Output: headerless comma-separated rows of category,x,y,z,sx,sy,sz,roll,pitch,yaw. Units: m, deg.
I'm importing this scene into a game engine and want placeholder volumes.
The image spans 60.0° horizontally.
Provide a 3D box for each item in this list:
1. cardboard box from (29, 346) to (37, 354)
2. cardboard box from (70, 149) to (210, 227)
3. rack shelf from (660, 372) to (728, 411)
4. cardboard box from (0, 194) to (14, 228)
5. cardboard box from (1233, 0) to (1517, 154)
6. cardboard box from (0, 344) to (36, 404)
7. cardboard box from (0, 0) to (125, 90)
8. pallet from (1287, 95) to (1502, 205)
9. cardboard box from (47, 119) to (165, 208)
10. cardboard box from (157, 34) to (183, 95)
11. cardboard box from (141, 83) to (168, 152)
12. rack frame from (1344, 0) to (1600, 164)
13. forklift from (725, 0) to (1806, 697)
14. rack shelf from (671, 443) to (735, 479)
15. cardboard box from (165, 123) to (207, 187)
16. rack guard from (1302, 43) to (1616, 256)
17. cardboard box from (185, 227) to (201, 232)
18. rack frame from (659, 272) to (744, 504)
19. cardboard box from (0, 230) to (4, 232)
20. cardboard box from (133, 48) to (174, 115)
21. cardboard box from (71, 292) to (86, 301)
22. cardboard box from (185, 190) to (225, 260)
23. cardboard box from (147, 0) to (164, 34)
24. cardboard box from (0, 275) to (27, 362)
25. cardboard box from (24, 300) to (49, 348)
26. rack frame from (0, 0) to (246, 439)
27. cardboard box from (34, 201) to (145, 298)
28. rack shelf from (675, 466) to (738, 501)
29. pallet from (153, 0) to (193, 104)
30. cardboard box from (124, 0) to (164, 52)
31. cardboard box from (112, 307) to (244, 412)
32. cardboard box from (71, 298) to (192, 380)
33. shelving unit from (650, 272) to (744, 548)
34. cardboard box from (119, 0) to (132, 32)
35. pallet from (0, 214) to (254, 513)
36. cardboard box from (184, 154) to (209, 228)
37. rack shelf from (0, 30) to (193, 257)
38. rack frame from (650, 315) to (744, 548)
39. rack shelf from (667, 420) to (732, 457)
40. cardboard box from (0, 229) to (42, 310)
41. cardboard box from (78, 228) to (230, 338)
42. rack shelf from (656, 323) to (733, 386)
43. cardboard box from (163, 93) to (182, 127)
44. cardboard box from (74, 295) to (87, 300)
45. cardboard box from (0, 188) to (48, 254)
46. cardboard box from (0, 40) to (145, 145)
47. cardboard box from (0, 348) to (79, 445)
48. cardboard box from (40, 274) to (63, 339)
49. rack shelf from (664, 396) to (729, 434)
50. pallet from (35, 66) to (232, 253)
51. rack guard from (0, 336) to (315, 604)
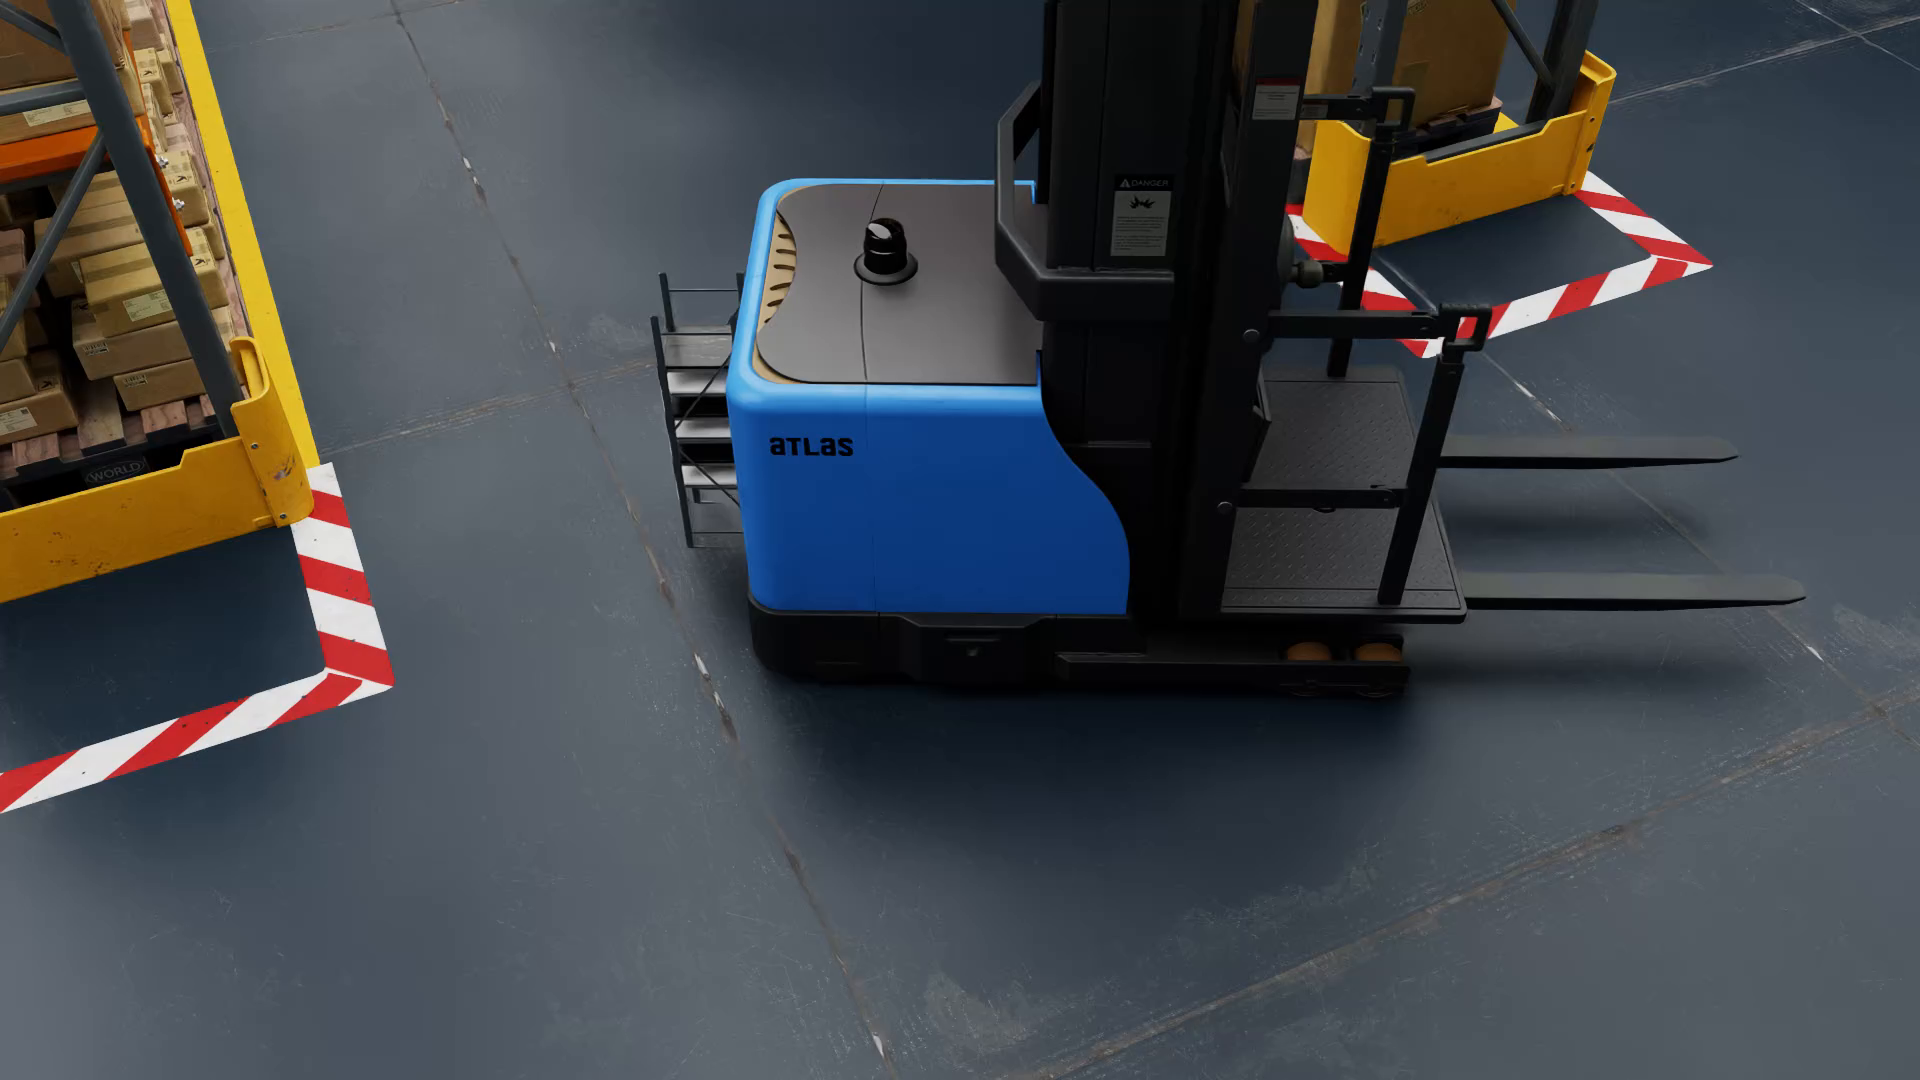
cardboard box,-3.239,-0.574,5.427,0.380,0.149,0.250,-17,47,-16
cardboard box,-2.756,-1.151,5.588,0.380,0.149,0.250,-18,47,-18
rack shelf,-0.737,-0.474,4.881,0.258,0.077,0.200,0,45,0
cardboard box,-3.410,-1.129,5.566,0.380,0.149,0.250,-20,48,-19
cardboard box,1.572,-2.209,6.567,0.875,0.875,0.875,-18,47,-17
cardboard box,-3.110,-0.524,5.165,0.380,0.149,0.250,-19,48,-18
cardboard box,-2.567,-1.541,4.393,0.500,0.500,0.500,-16,47,-16
pallet,1.507,-1.926,7.051,1.003,0.211,1.213,-18,47,-17
cardboard box,-2.935,-1.284,5.723,0.380,0.149,0.250,-20,48,-19
cardboard box,-3.401,-1.906,6.777,0.380,0.149,0.250,-18,47,-17
cardboard box,-3.043,-1.464,5.905,0.380,0.149,0.250,-16,47,-16
rack frame,1.914,-2.432,5.579,1.000,3.000,0.127,-18,47,-17
forklift,0.919,-0.970,4.146,3.031,2.935,1.130,1,45,1
rack shelf,-0.737,-0.282,5.070,0.258,0.077,0.200,0,45,0
cardboard box,-3.081,-1.408,6.272,0.380,0.149,0.250,-20,48,-19
rack guard,1.924,-1.527,6.442,1.175,0.500,0.348,-18,47,-17
cardboard box,-2.680,-0.873,5.518,0.380,0.149,0.250,-18,47,-18
rack frame,-0.738,-0.441,5.056,0.240,0.900,0.006,0,45,0
cardboard box,-3.330,-0.855,5.500,0.380,0.149,0.250,-20,48,-19
cardboard box,-3.112,-1.645,6.089,0.380,0.149,0.250,-17,47,-17
cardboard box,-2.854,-0.894,5.751,0.380,0.149,0.250,-18,47,-17
cardboard box,-2.862,-1.089,5.949,0.380,0.149,0.250,-17,47,-17
cardboard box,-3.634,-2.226,7.102,0.380,0.149,0.250,-20,48,-19
cardboard box,-3.081,-0.641,5.071,0.380,0.149,0.250,-18,47,-17
cardboard box,-3.171,-0.707,5.350,0.380,0.149,0.250,-19,48,-18
rack frame,-2.629,-1.032,4.160,1.000,3.000,0.127,-18,47,-17
cardboard box,-2.766,-0.952,5.387,0.380,0.149,0.250,-17,47,-17
rack shelf,-0.737,-0.218,5.134,0.258,0.077,0.200,0,45,0
pallet,-3.996,-2.170,7.299,1.003,0.211,1.213,-18,47,-17
cardboard box,-3.310,-1.968,6.416,0.380,0.149,0.250,-20,48,-19
cardboard box,-2.559,-0.595,5.448,0.380,0.149,0.250,-17,47,-17
cardboard box,-2.616,-0.682,5.324,0.380,0.149,0.250,-16,47,-16
shelving unit,-0.737,-0.369,4.984,0.258,0.900,0.210,0,45,0
cardboard box,-2.677,-1.583,4.897,0.380,0.149,0.250,-19,48,-19
pallet,-2.970,-0.616,5.724,1.003,0.211,1.213,-18,47,-17
cardboard box,-2.873,-1.198,5.848,0.380,0.149,0.250,-17,47,-16
rack shelf,-3.470,-2.050,5.704,1.077,0.370,4.000,-18,47,-17
rack frame,-0.736,-0.298,4.911,0.240,0.900,0.006,0,45,0
rack shelf,-0.737,-0.346,5.007,0.258,0.077,0.200,0,45,0
cardboard box,-3.135,-0.818,5.250,0.380,0.149,0.250,-17,47,-17
cardboard box,-2.541,-0.812,5.245,0.380,0.149,0.250,-20,48,-19
rack shelf,-0.737,-0.538,4.818,0.258,0.077,0.200,0,45,0
cardboard box,-3.221,-1.577,6.443,0.380,0.149,0.250,-18,47,-17
cardboard box,-2.743,-0.737,5.592,0.380,0.149,0.250,-18,47,-18
cardboard box,-3.349,-1.057,5.704,0.380,0.149,0.250,-19,48,-18
cardboard box,-2.468,-1.245,4.555,0.380,0.149,0.250,-18,48,-18
cardboard box,-3.039,-0.440,5.291,0.380,0.149,0.250,-17,47,-17
cardboard box,-3.272,-0.768,5.623,0.380,0.149,0.250,-18,47,-18
rack shelf,-0.737,-0.410,4.944,0.258,0.077,0.200,0,45,0
pallet,-3.479,-1.392,6.510,1.003,0.211,1.213,-18,47,-17
rack guard,-2.661,-0.190,5.087,1.175,0.500,0.348,-18,47,-17
